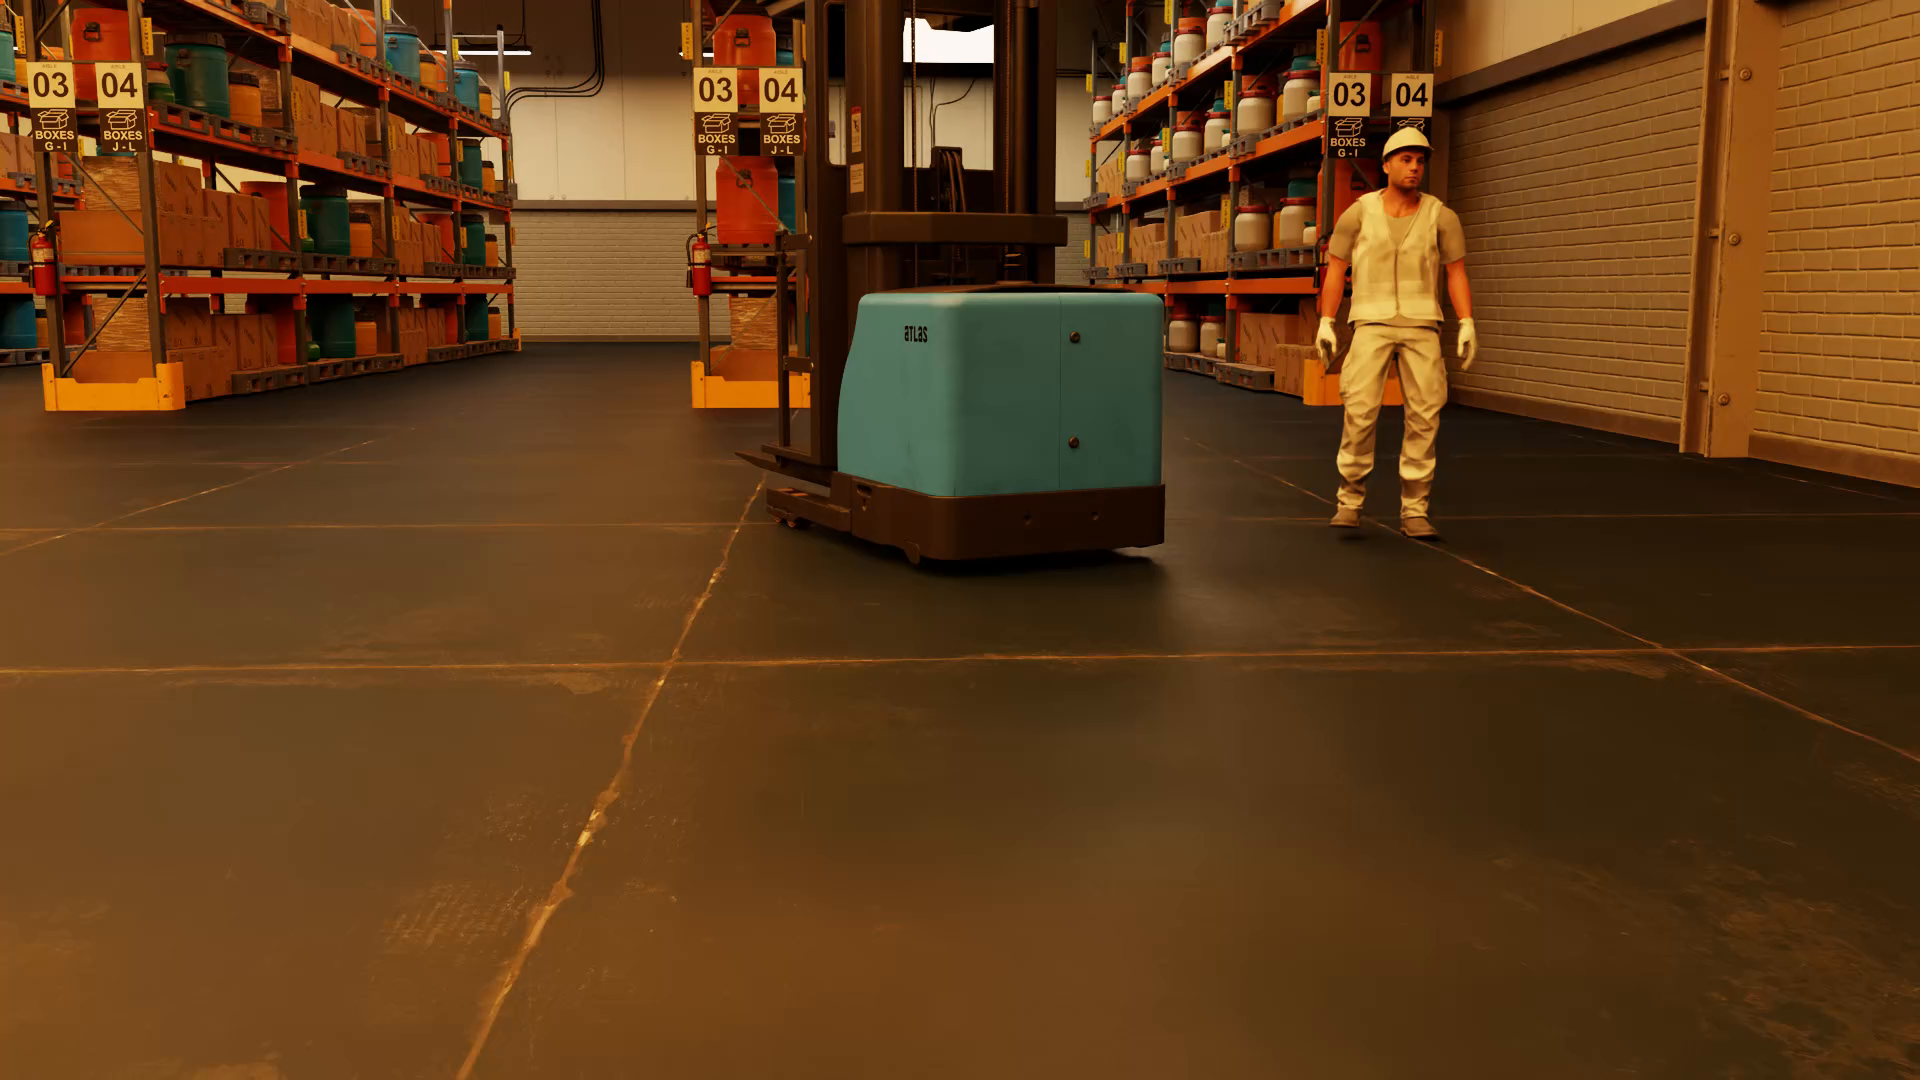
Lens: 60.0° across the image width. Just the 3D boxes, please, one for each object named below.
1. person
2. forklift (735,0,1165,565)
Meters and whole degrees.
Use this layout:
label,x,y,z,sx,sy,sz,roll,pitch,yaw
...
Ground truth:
label,x,y,z,sx,sy,sz,roll,pitch,yaw
person,1.925,-0.902,7.323,0.694,1.785,0.459,1,9,7
forklift,-0.264,-1.530,7.637,1.130,2.935,3.031,-4,9,-25
